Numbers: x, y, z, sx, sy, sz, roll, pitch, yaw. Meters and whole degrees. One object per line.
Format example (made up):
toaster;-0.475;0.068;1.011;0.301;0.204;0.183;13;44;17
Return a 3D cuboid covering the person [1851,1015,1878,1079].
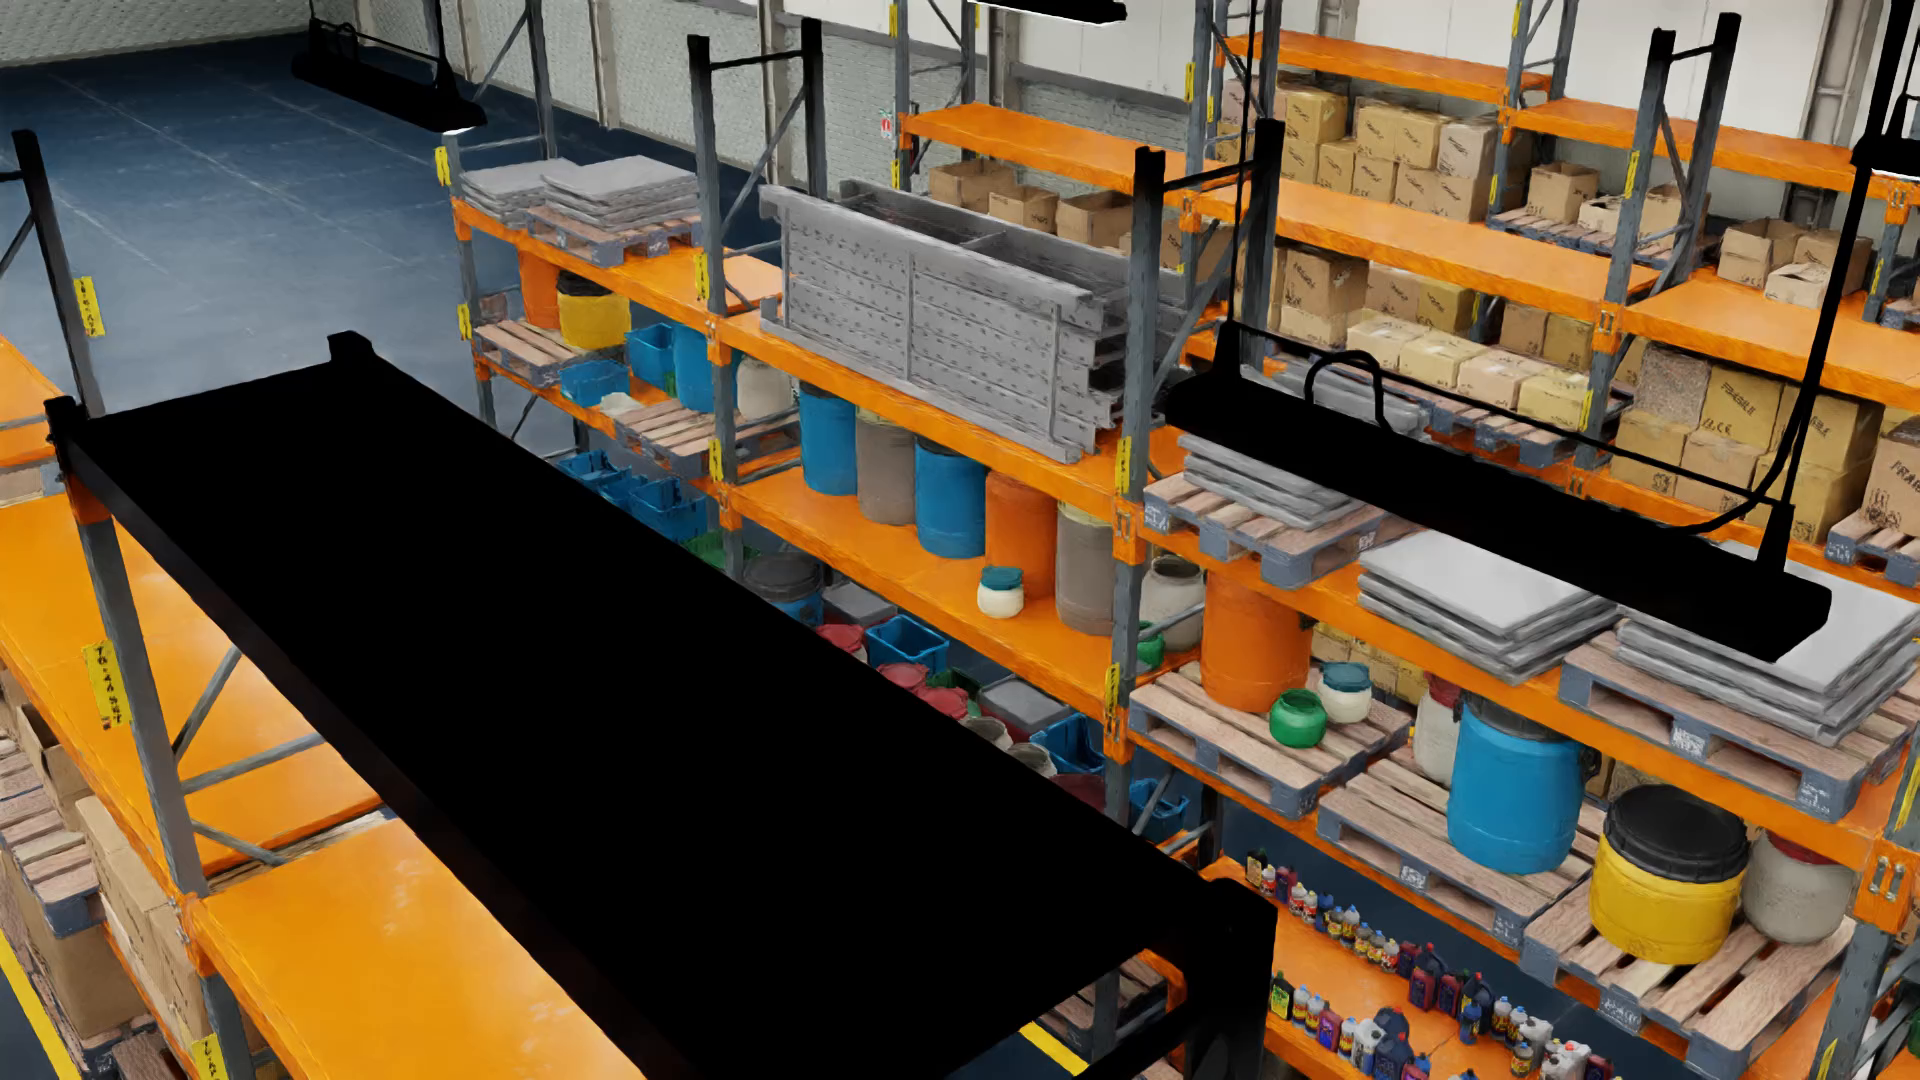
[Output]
person;5.121;3.011;9.765;0.577;1.691;1.121;-20;33;-34

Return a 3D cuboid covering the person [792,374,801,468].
person;-1.775;-1.616;18.809;0.508;1.739;0.712;-6;28;-12
